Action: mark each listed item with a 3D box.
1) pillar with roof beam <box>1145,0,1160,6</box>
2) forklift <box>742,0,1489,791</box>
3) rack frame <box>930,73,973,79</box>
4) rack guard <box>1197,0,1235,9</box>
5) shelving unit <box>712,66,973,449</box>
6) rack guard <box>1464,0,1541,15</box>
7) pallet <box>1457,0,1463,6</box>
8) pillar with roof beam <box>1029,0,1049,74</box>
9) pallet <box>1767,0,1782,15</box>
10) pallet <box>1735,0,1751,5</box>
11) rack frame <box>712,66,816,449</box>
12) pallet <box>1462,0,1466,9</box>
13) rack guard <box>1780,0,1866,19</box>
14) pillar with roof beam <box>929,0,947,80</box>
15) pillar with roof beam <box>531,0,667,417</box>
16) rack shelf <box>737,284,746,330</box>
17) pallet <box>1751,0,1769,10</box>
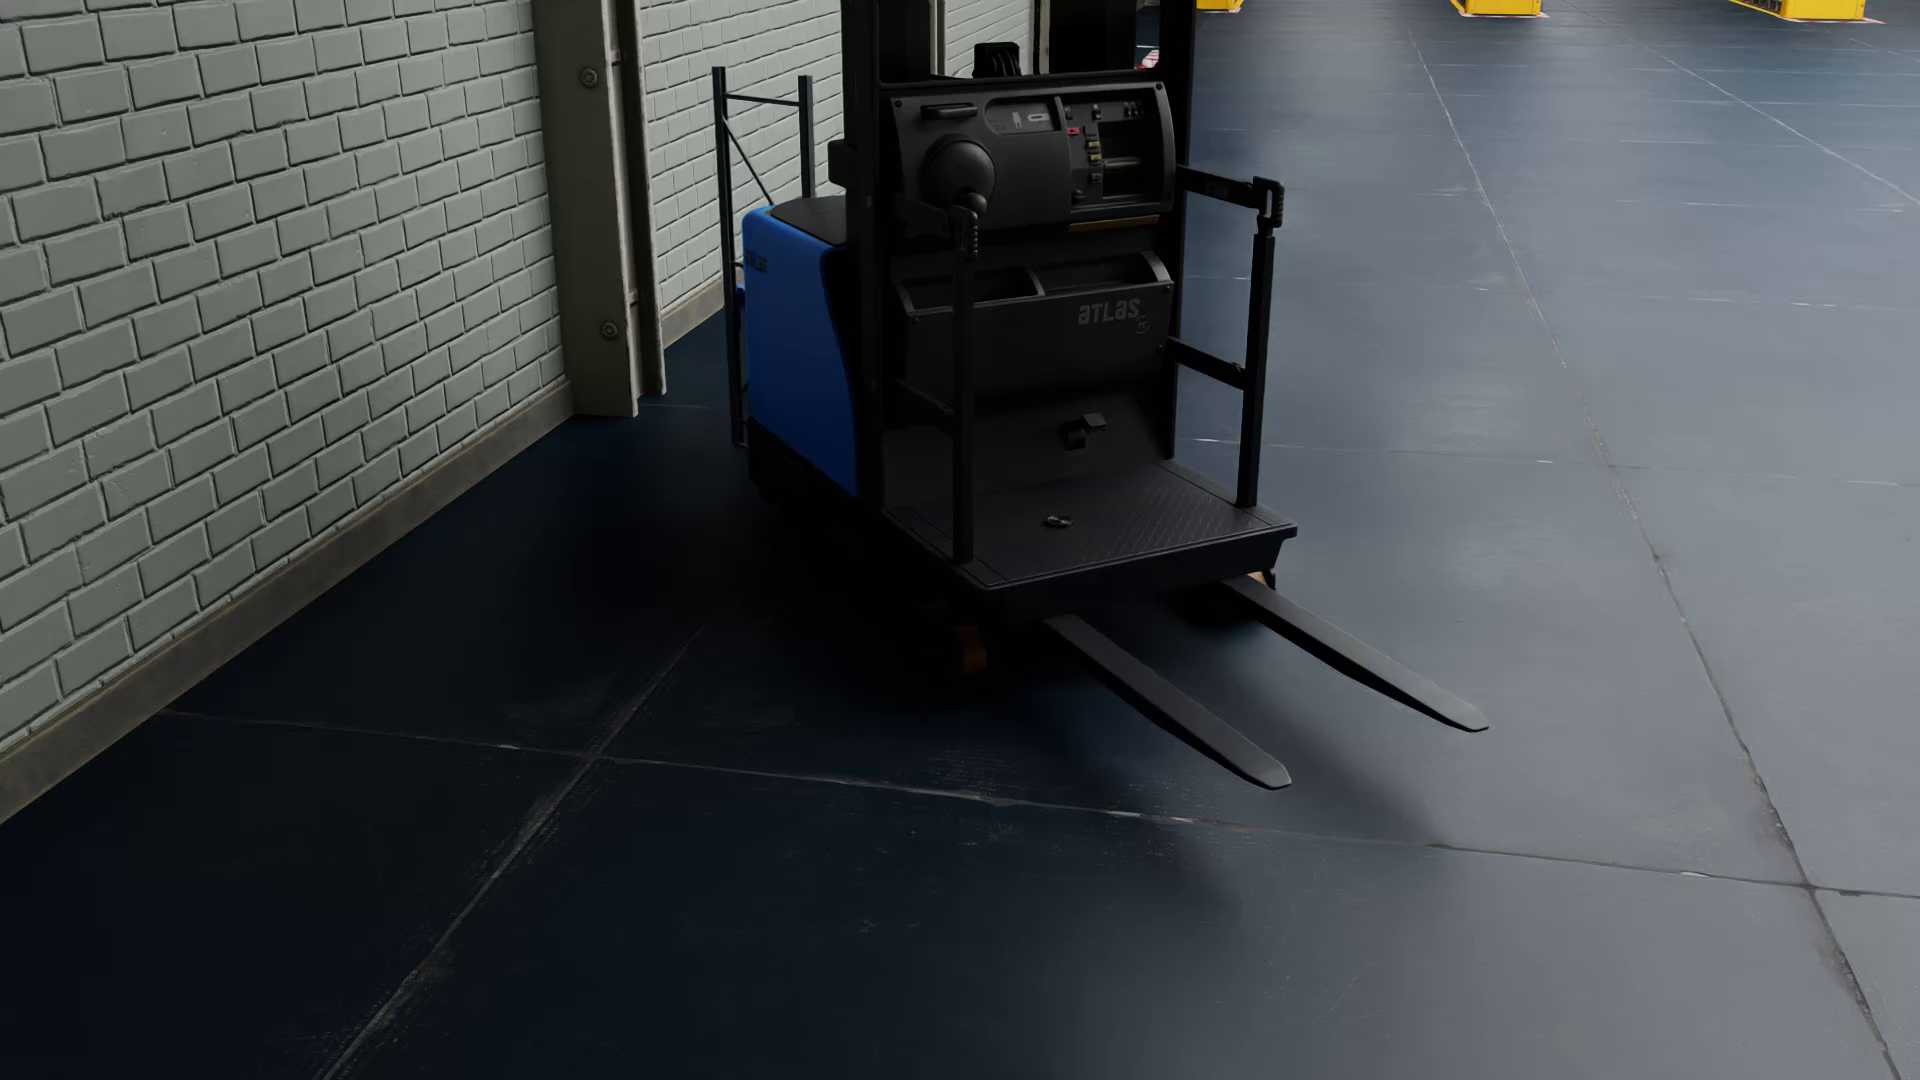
[{"bbox_3d":[7.595,-13.236,26.672,9.100,9.000,0.400,4,22,11],"label":"pillar with roof beam"},{"bbox_3d":[0.327,-1.139,4.759,1.130,2.935,3.031,-11,24,-25],"label":"forklift"},{"bbox_3d":[-0.086,-1.327,7.141,0.500,1.500,0.032,17,28,36],"label":"rack frame"},{"bbox_3d":[4.100,-9.327,28.344,1.175,0.500,0.348,4,22,11],"label":"rack guard"},{"bbox_3d":[-0.410,-1.181,6.778,0.538,1.500,1.048,17,28,36],"label":"shelving unit"},{"bbox_3d":[8.929,-8.914,27.319,1.175,0.500,0.348,4,22,11],"label":"rack guard"},{"bbox_3d":[9.301,-9.517,29.201,1.003,0.211,1.213,4,22,11],"label":"pallet"},{"bbox_3d":[5.146,-8.847,15.775,9.100,9.000,0.400,4,22,11],"label":"pillar with roof beam"},{"bbox_3d":[13.923,-8.738,27.268,1.003,0.211,1.213,4,22,11],"label":"pallet"},{"bbox_3d":[14.421,-9.631,29.484,1.003,0.211,1.213,4,22,11],"label":"pallet"},{"bbox_3d":[-0.735,-1.035,6.415,0.500,1.500,0.032,17,28,36],"label":"rack frame"},{"bbox_3d":[9.049,-9.072,28.097,1.003,0.211,1.213,4,22,11],"label":"pallet"},{"bbox_3d":[13.752,-8.576,26.478,1.175,0.500,0.348,4,22,11],"label":"rack guard"},{"bbox_3d":[3.922,-6.653,10.326,9.100,9.000,0.400,4,22,11],"label":"pillar with roof beam"},{"bbox_3d":[2.697,-4.458,4.878,9.100,9.000,0.400,4,22,11],"label":"pillar with roof beam"},{"bbox_3d":[-0.410,-1.014,6.845,0.538,0.185,1.000,17,28,36],"label":"rack shelf"},{"bbox_3d":[14.174,-9.183,28.373,1.003,0.211,1.213,4,22,11],"label":"pallet"}]
